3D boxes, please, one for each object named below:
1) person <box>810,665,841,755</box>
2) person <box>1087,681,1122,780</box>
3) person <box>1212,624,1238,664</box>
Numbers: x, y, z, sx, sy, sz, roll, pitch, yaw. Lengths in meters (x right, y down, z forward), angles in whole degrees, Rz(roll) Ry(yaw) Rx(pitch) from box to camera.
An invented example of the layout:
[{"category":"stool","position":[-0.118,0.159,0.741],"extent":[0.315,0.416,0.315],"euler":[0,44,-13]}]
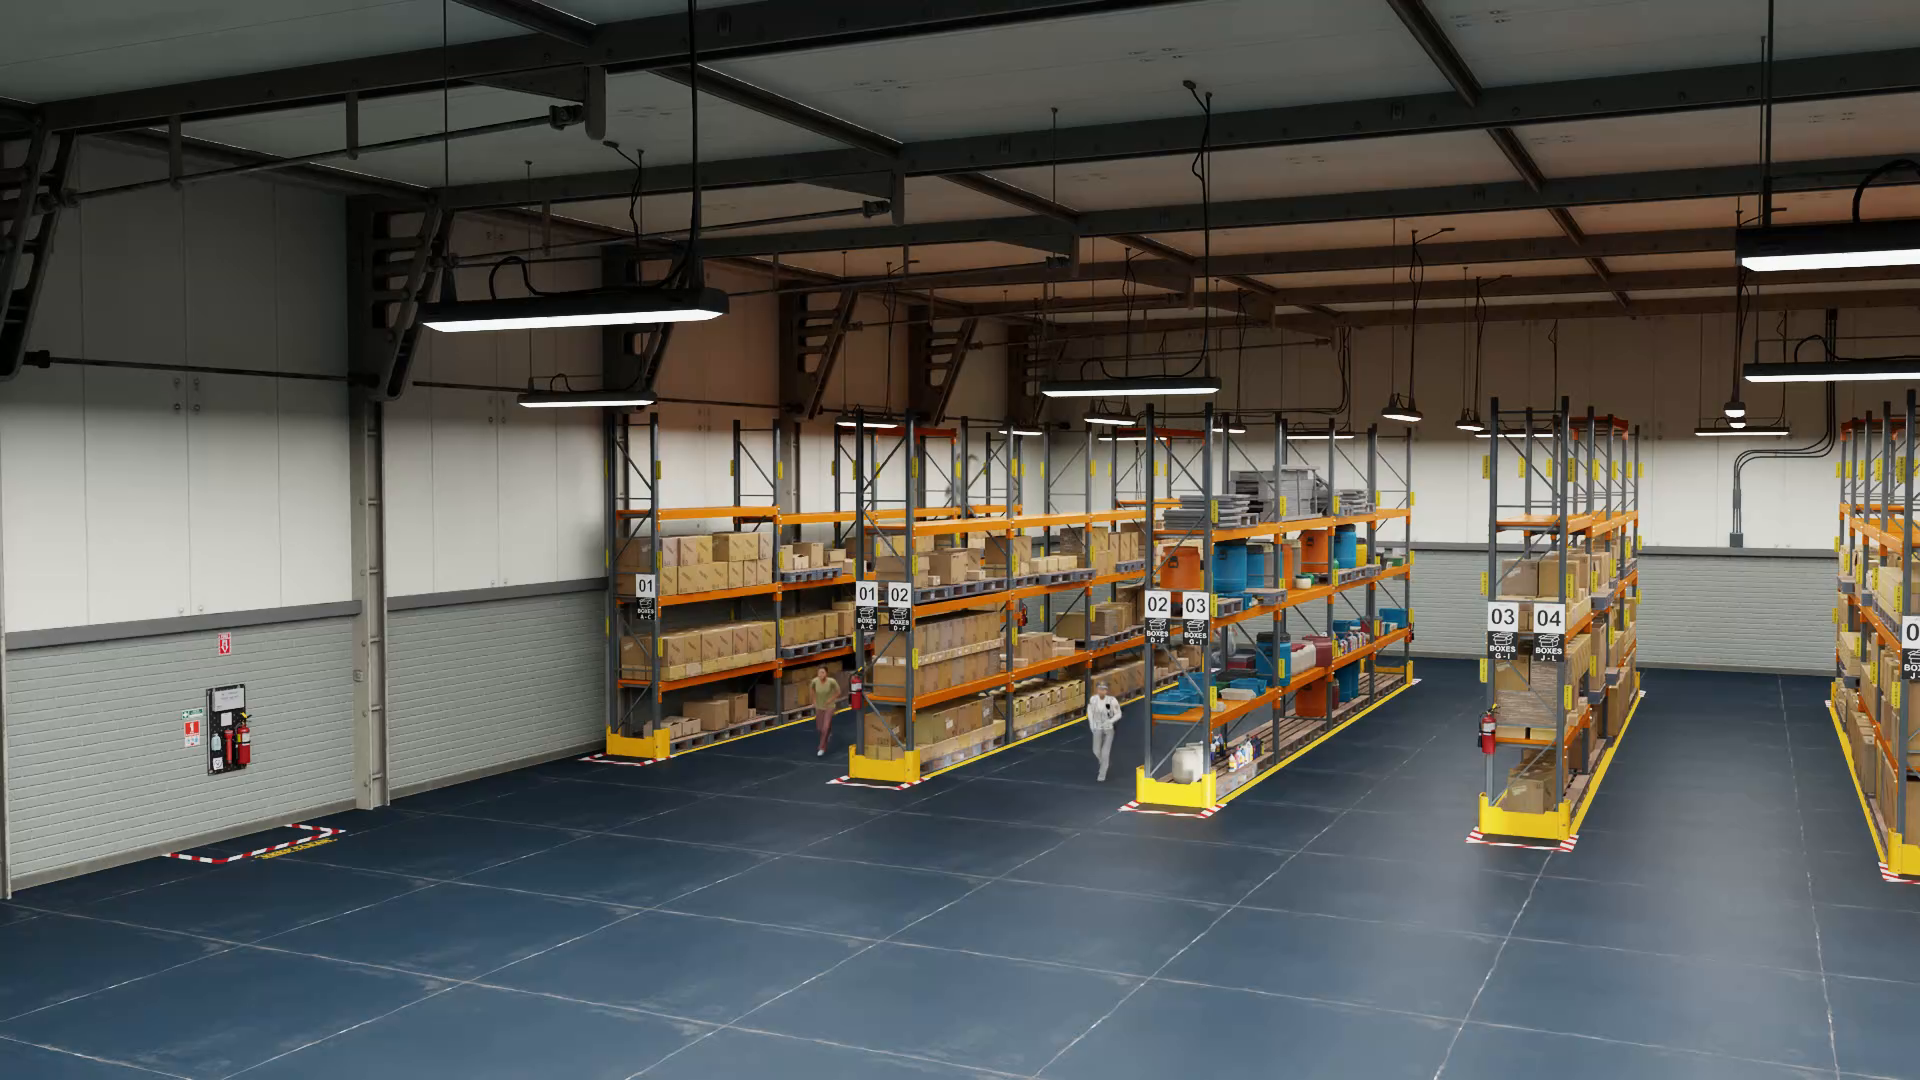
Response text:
[{"category":"person","position":[-2.368,3.011,29.382],"extent":[0.574,1.558,0.727],"euler":[0,2,6]},{"category":"person","position":[2.309,3.060,26.764],"extent":[0.591,1.627,0.590],"euler":[1,2,15]},{"category":"person","position":[6.629,2.392,41.999],"extent":[0.737,1.710,0.635],"euler":[-2,3,-44]}]
